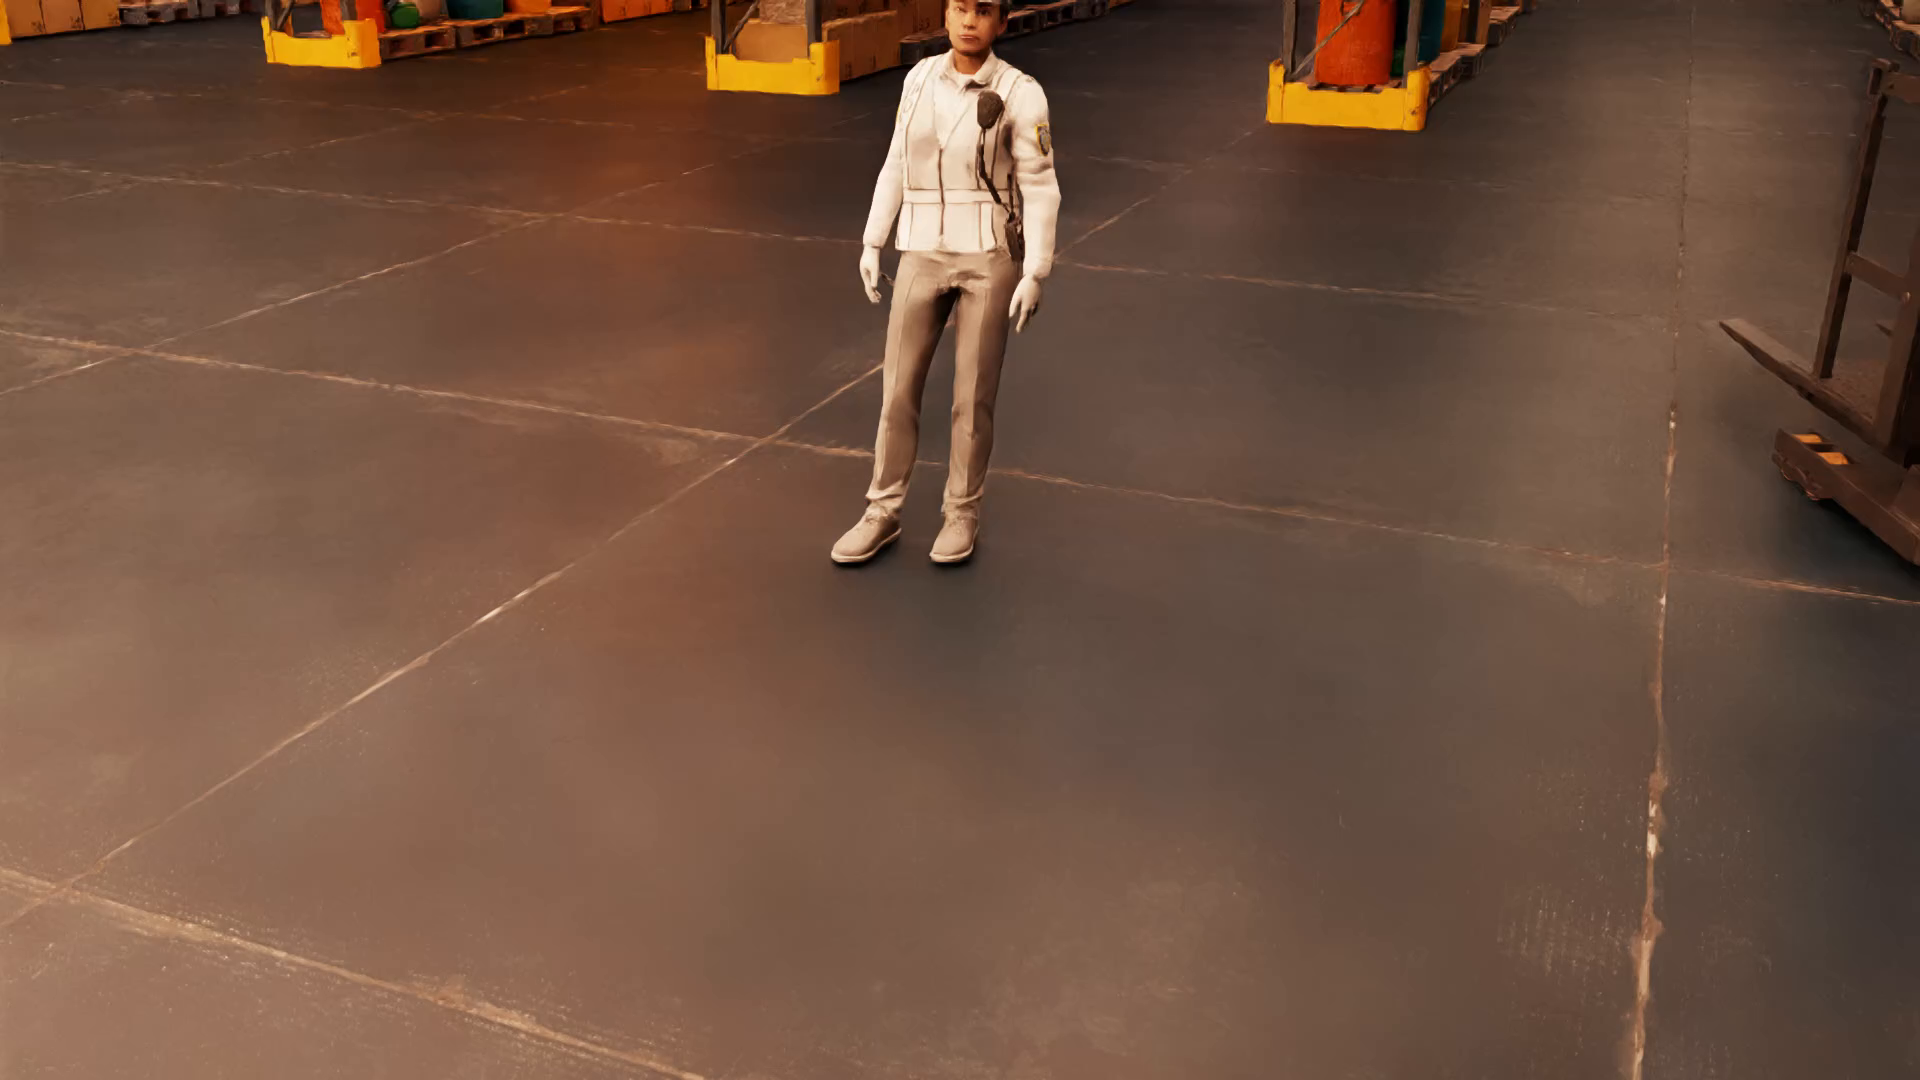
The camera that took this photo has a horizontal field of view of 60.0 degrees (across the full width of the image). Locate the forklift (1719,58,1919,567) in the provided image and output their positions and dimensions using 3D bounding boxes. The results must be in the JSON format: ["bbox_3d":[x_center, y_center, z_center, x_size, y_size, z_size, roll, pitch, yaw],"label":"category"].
[{"bbox_3d":[3.296,-1.442,4.741,1.130,2.935,3.031,1,23,2],"label":"forklift"}]

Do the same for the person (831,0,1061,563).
[{"bbox_3d":[-0.032,-0.766,4.708,0.586,1.695,0.532,9,24,21],"label":"person"}]
